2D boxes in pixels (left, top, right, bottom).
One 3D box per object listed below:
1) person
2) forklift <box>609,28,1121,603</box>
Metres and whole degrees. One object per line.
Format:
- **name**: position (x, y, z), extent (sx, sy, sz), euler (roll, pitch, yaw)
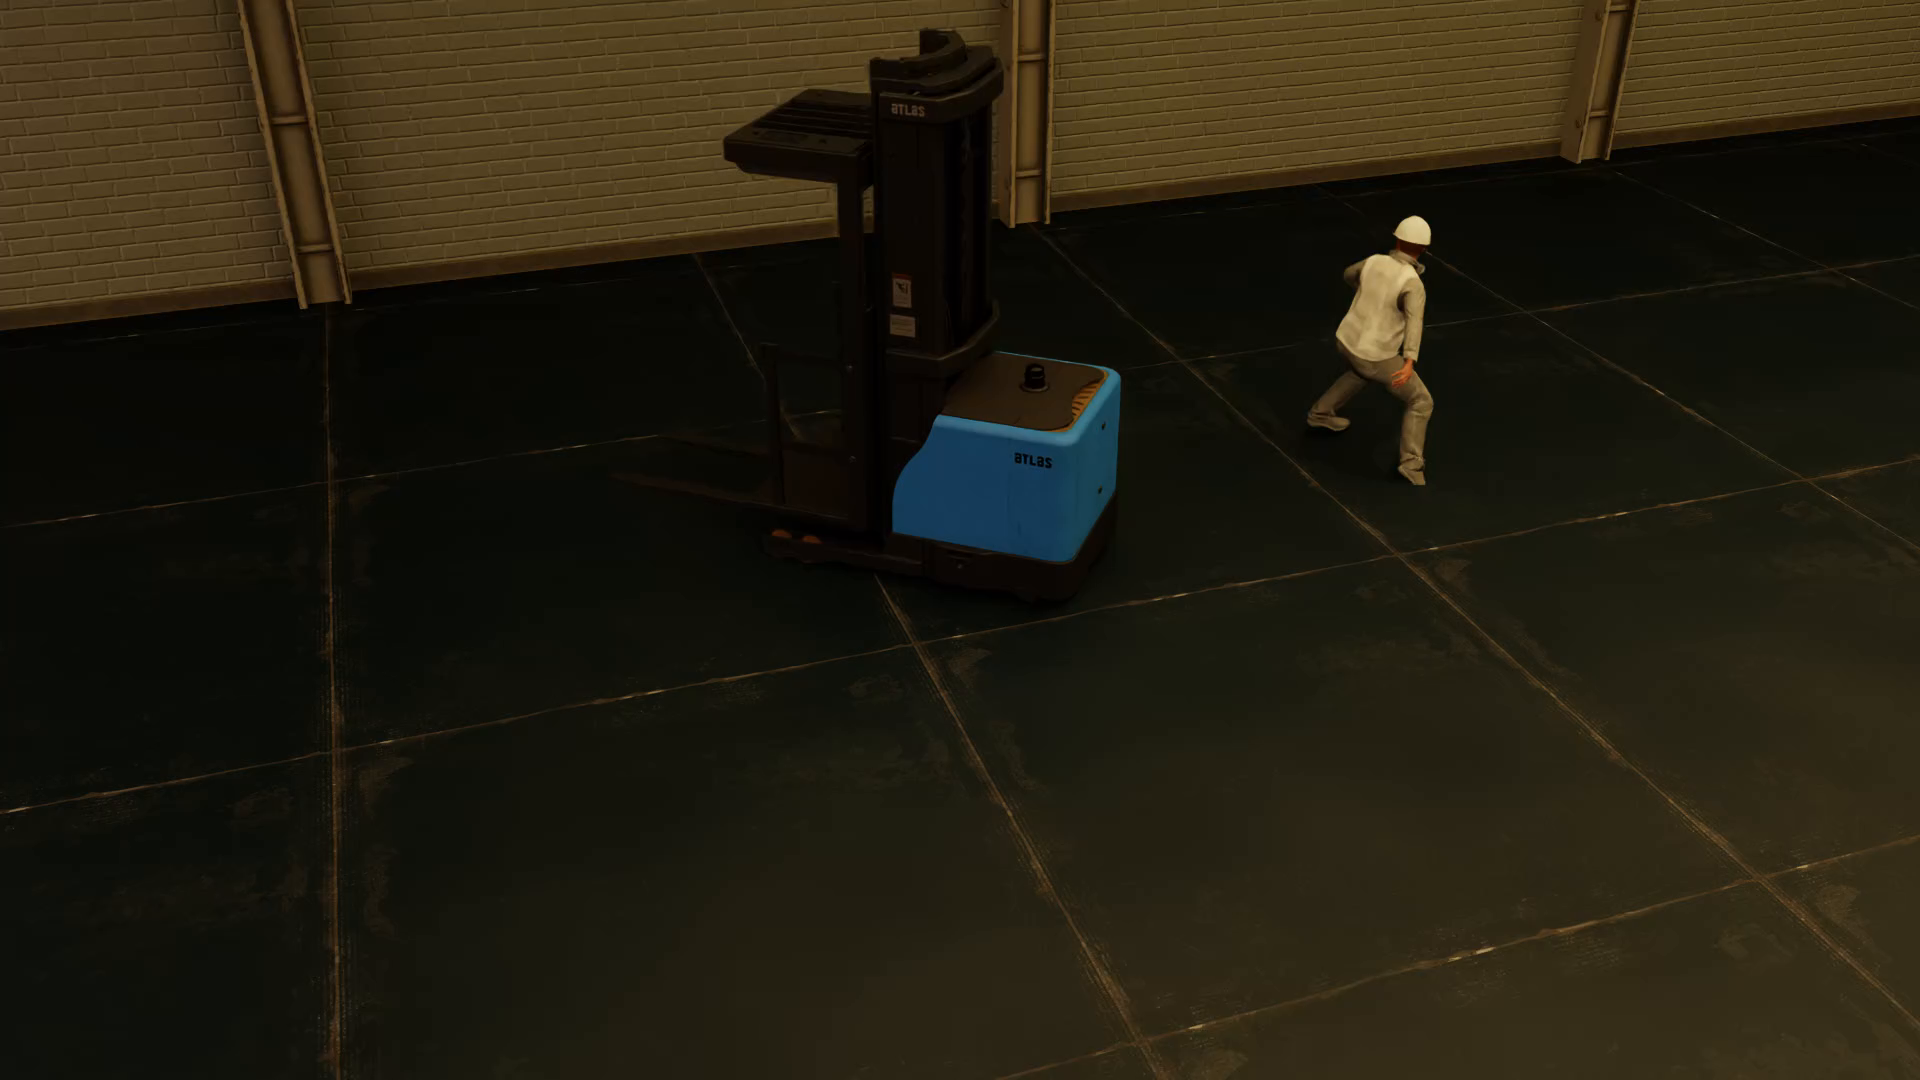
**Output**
- **person**: position (2.716, -1.198, 10.606), extent (0.575, 1.723, 1.038), euler (-10, 31, -17)
- **forklift**: position (-0.631, -1.363, 9.456), extent (3.031, 2.935, 1.130), euler (11, 32, 18)
